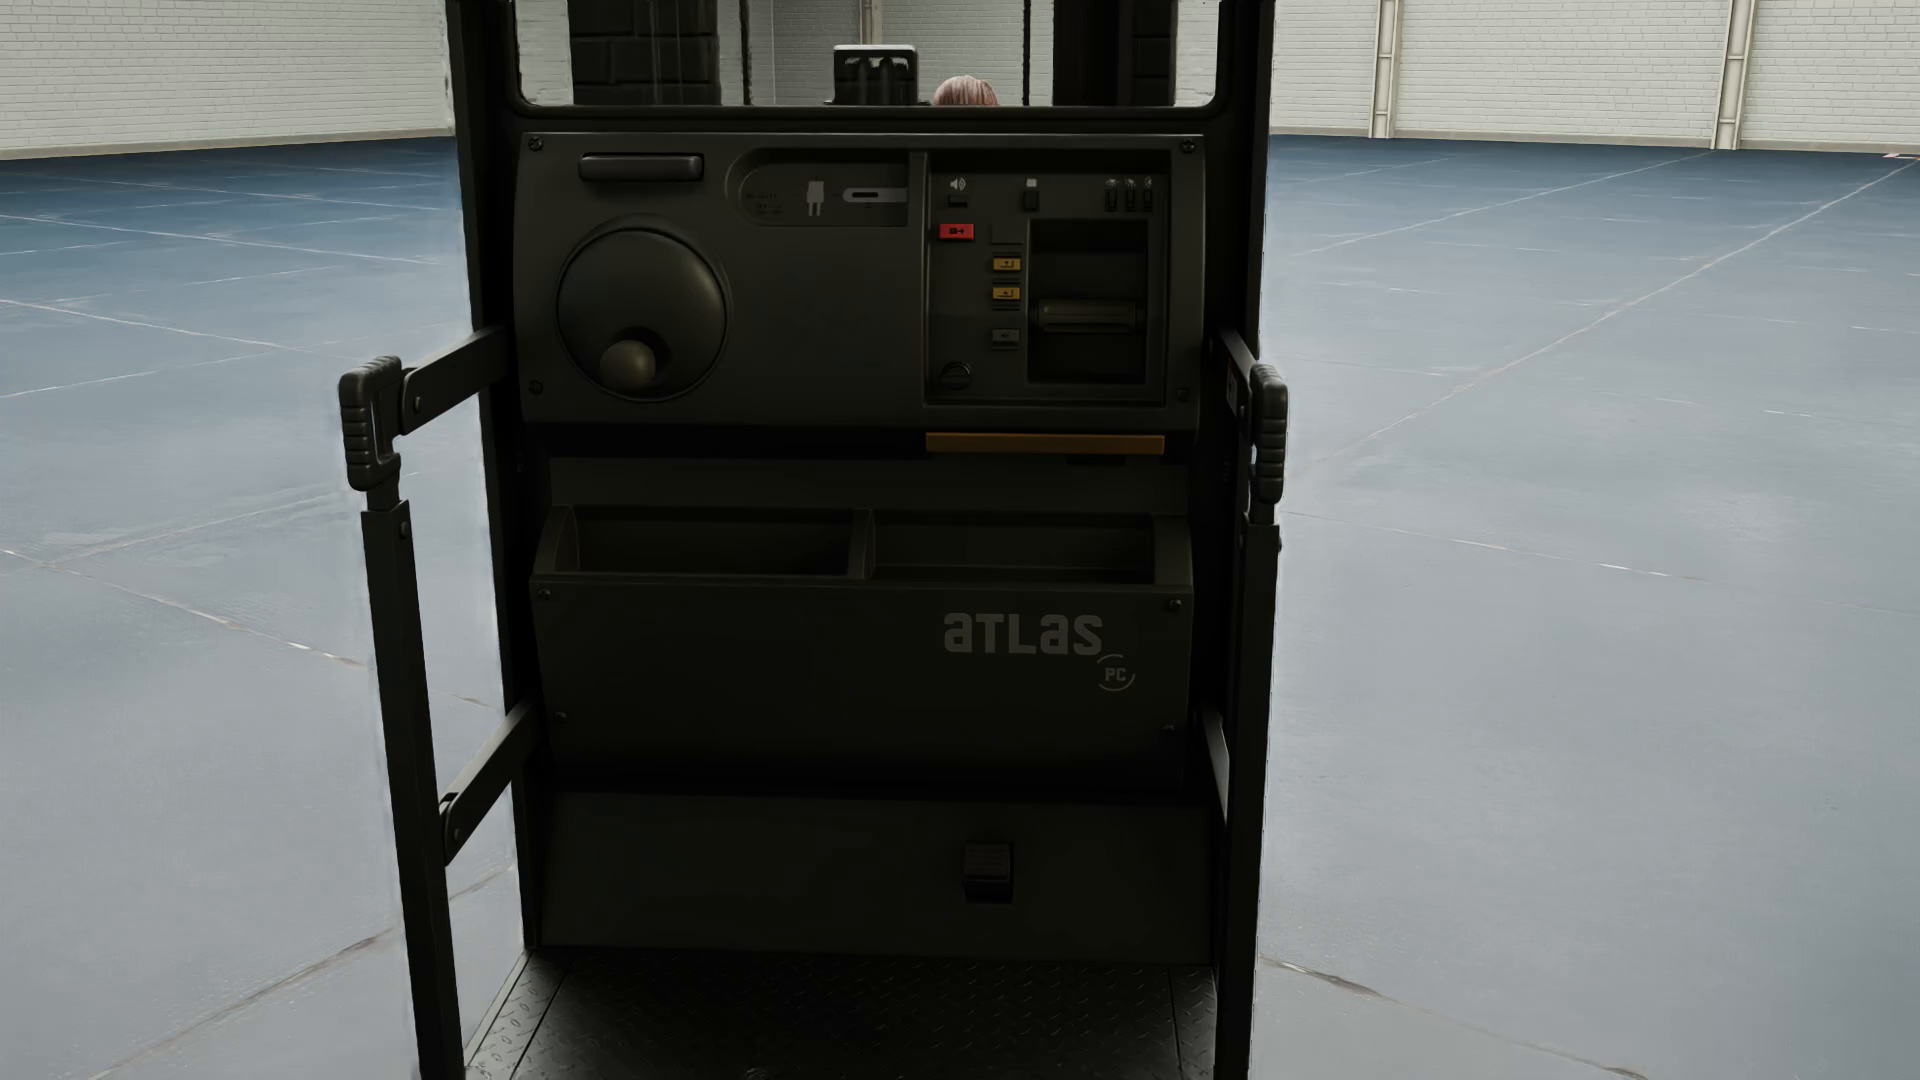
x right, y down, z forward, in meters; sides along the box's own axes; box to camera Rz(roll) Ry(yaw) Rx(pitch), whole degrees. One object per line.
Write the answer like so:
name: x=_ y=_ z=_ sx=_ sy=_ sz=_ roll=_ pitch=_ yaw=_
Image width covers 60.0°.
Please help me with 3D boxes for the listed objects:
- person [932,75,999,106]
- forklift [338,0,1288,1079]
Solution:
person: x=-0.053 y=-0.787 z=5.768 sx=0.475 sy=1.596 sz=0.521 roll=11 pitch=20 yaw=33
forklift: x=-0.147 y=-0.362 z=2.042 sx=1.130 sy=2.935 sz=3.031 roll=1 pitch=17 yaw=3
